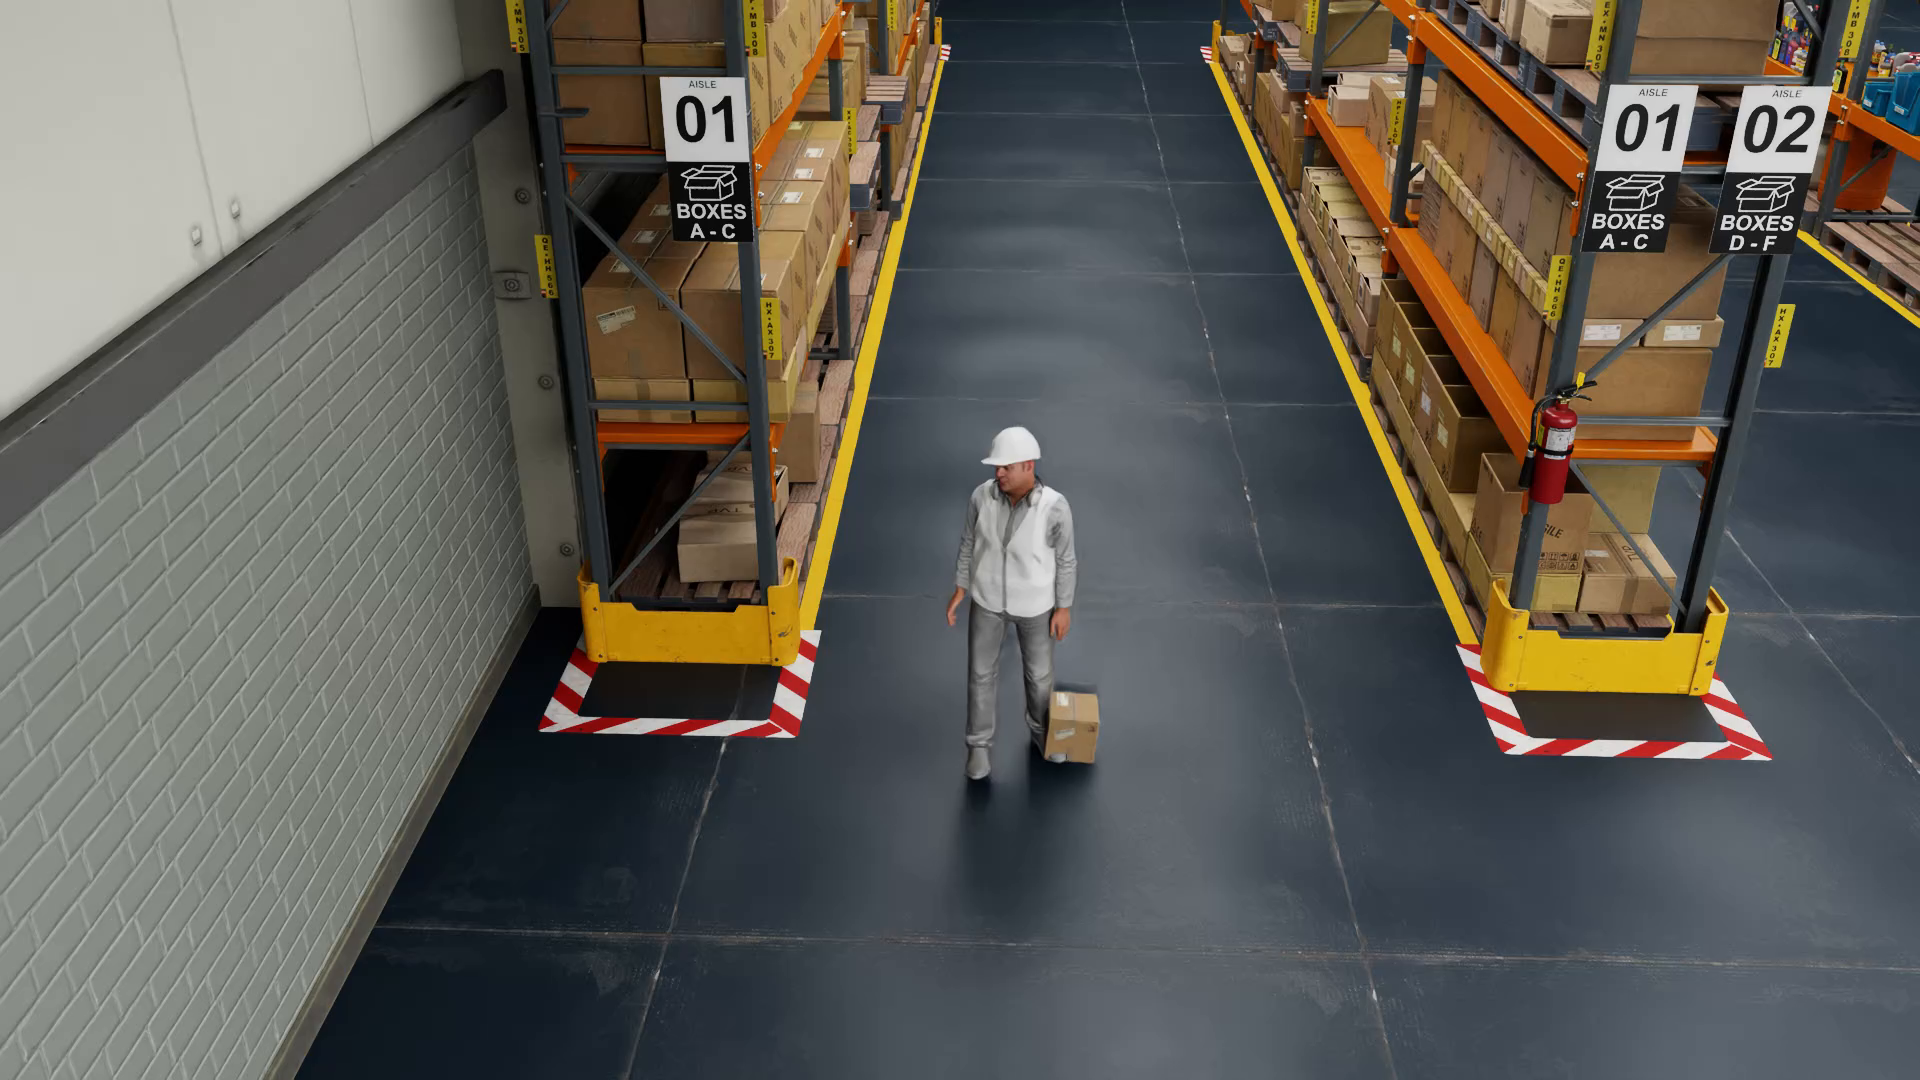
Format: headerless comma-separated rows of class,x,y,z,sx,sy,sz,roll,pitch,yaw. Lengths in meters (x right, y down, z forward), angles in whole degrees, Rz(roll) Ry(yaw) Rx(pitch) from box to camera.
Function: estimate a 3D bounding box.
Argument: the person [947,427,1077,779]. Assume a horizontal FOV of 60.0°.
person,0.240,0.315,7.946,0.614,1.773,0.555,7,29,14
